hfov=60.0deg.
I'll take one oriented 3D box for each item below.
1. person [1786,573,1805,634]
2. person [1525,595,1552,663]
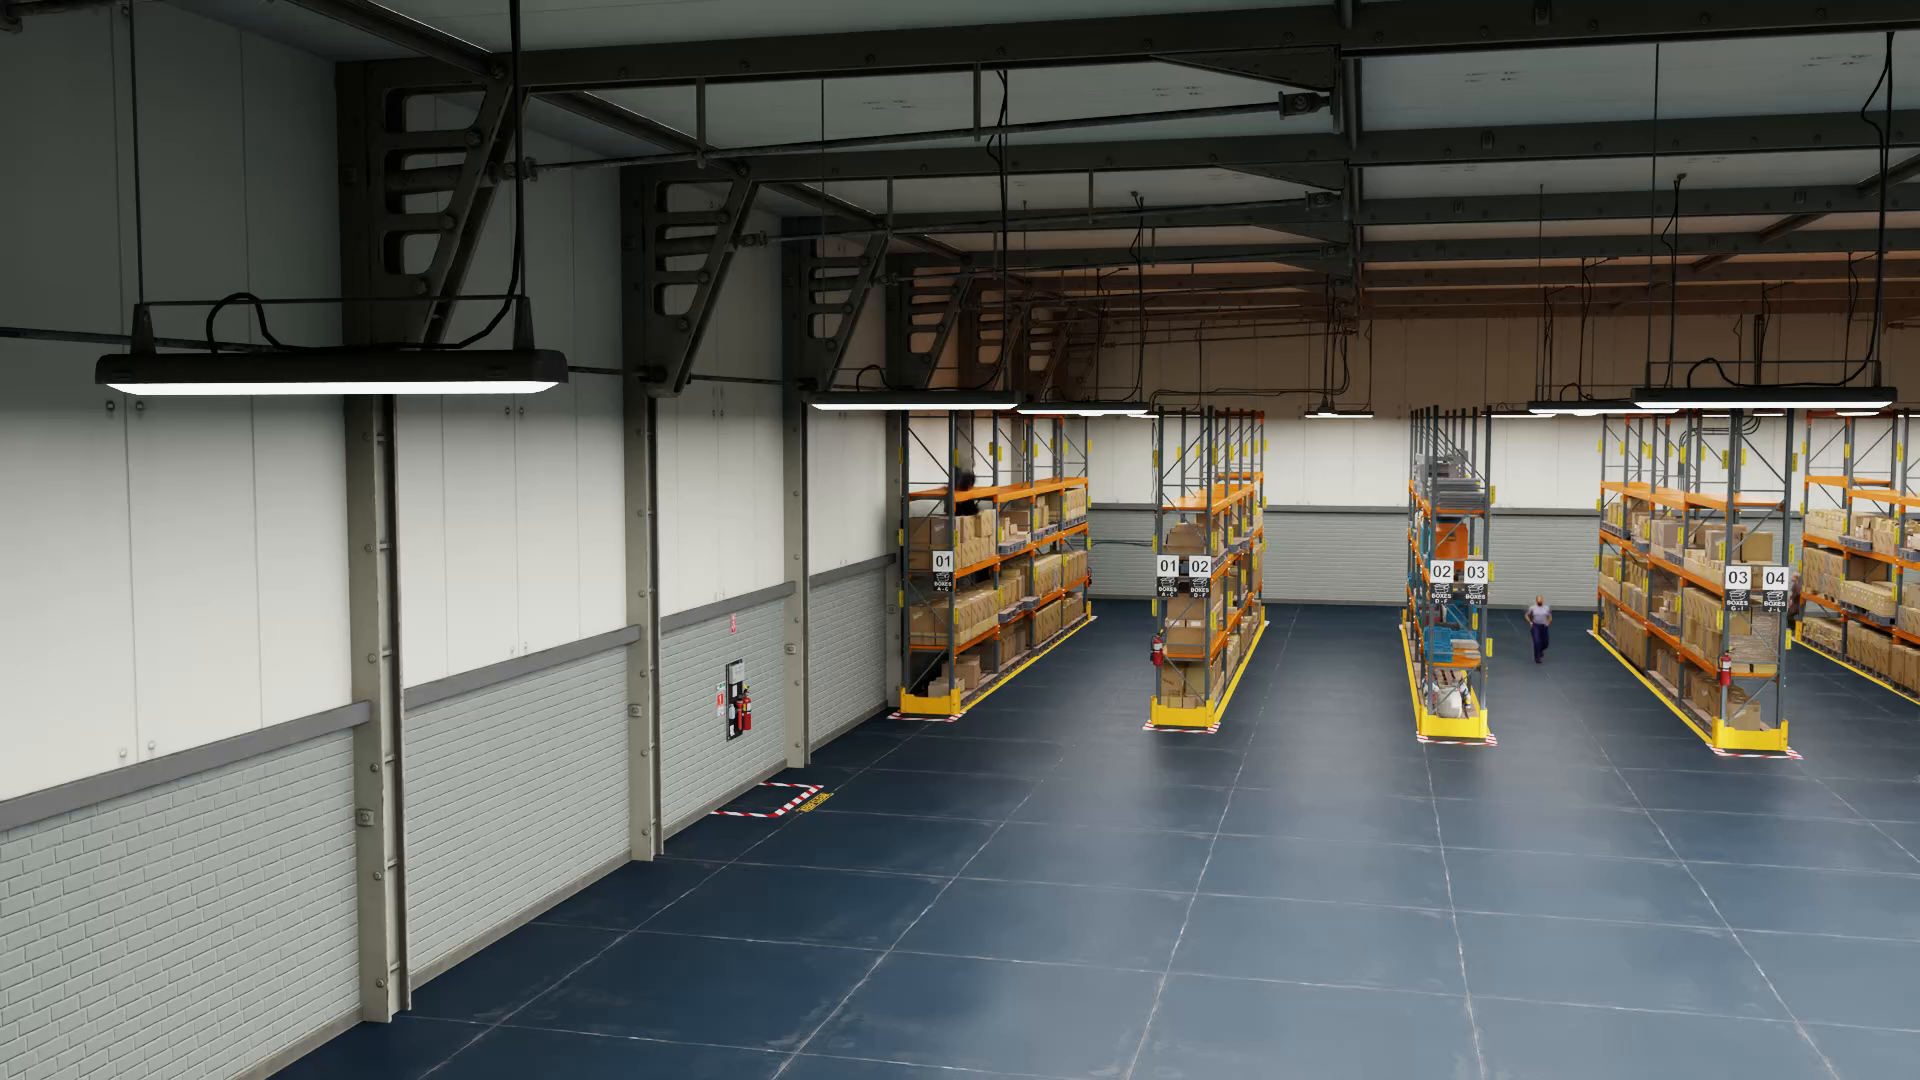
[{"bbox_3d":[22.417,1.714,44.648,0.501,1.663,0.950,2,5,26],"label":"person"},{"bbox_3d":[13.710,2.103,39.410,0.611,1.587,0.652,0,4,6],"label":"person"}]
